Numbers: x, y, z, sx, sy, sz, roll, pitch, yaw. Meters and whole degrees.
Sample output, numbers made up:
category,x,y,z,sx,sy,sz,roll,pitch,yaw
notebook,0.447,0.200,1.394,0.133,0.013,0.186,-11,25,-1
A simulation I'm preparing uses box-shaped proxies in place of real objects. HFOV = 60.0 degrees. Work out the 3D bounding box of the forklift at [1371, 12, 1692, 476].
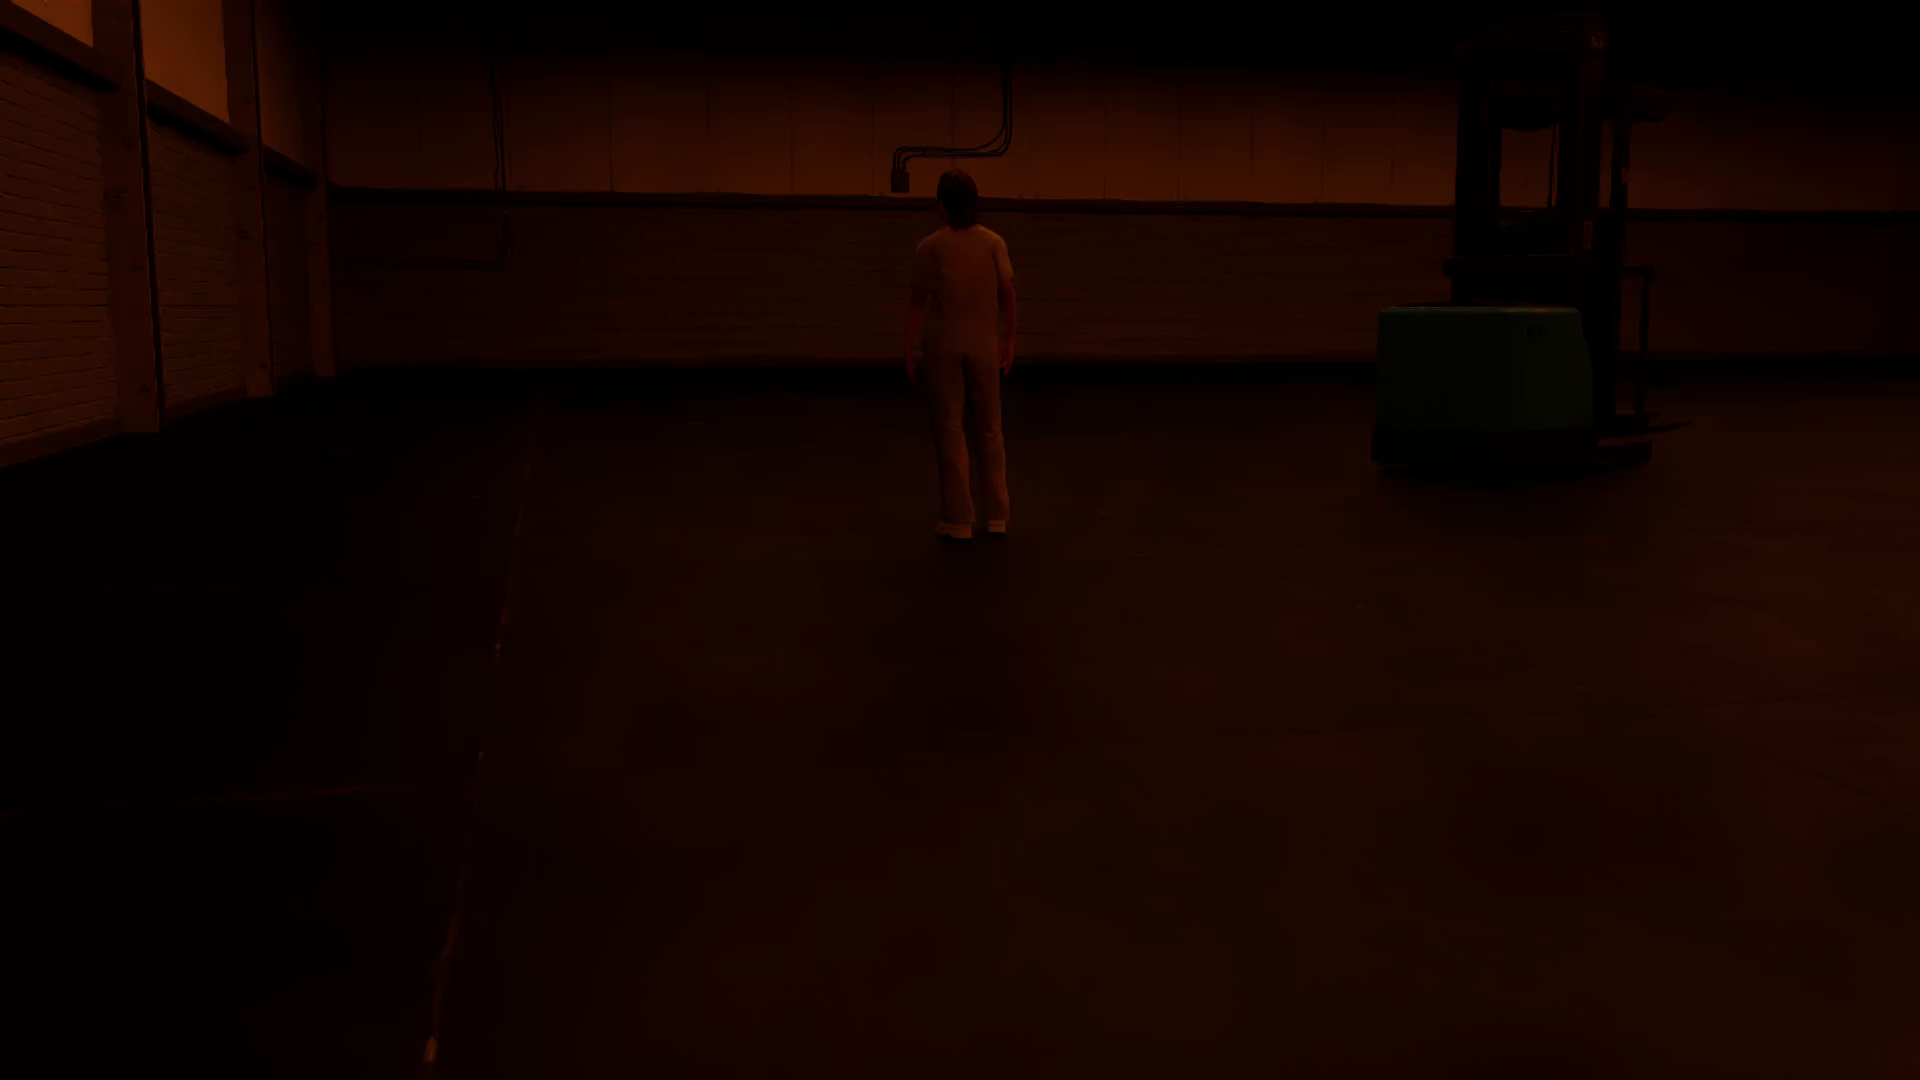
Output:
category,x,y,z,sx,sy,sz,roll,pitch,yaw
forklift,4.120,-1.998,11.406,3.031,2.935,1.130,-8,11,-43

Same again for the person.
category,x,y,z,sx,sy,sz,roll,pitch,yaw
person,-0.004,-0.847,7.664,0.550,1.674,0.548,-2,8,-13
